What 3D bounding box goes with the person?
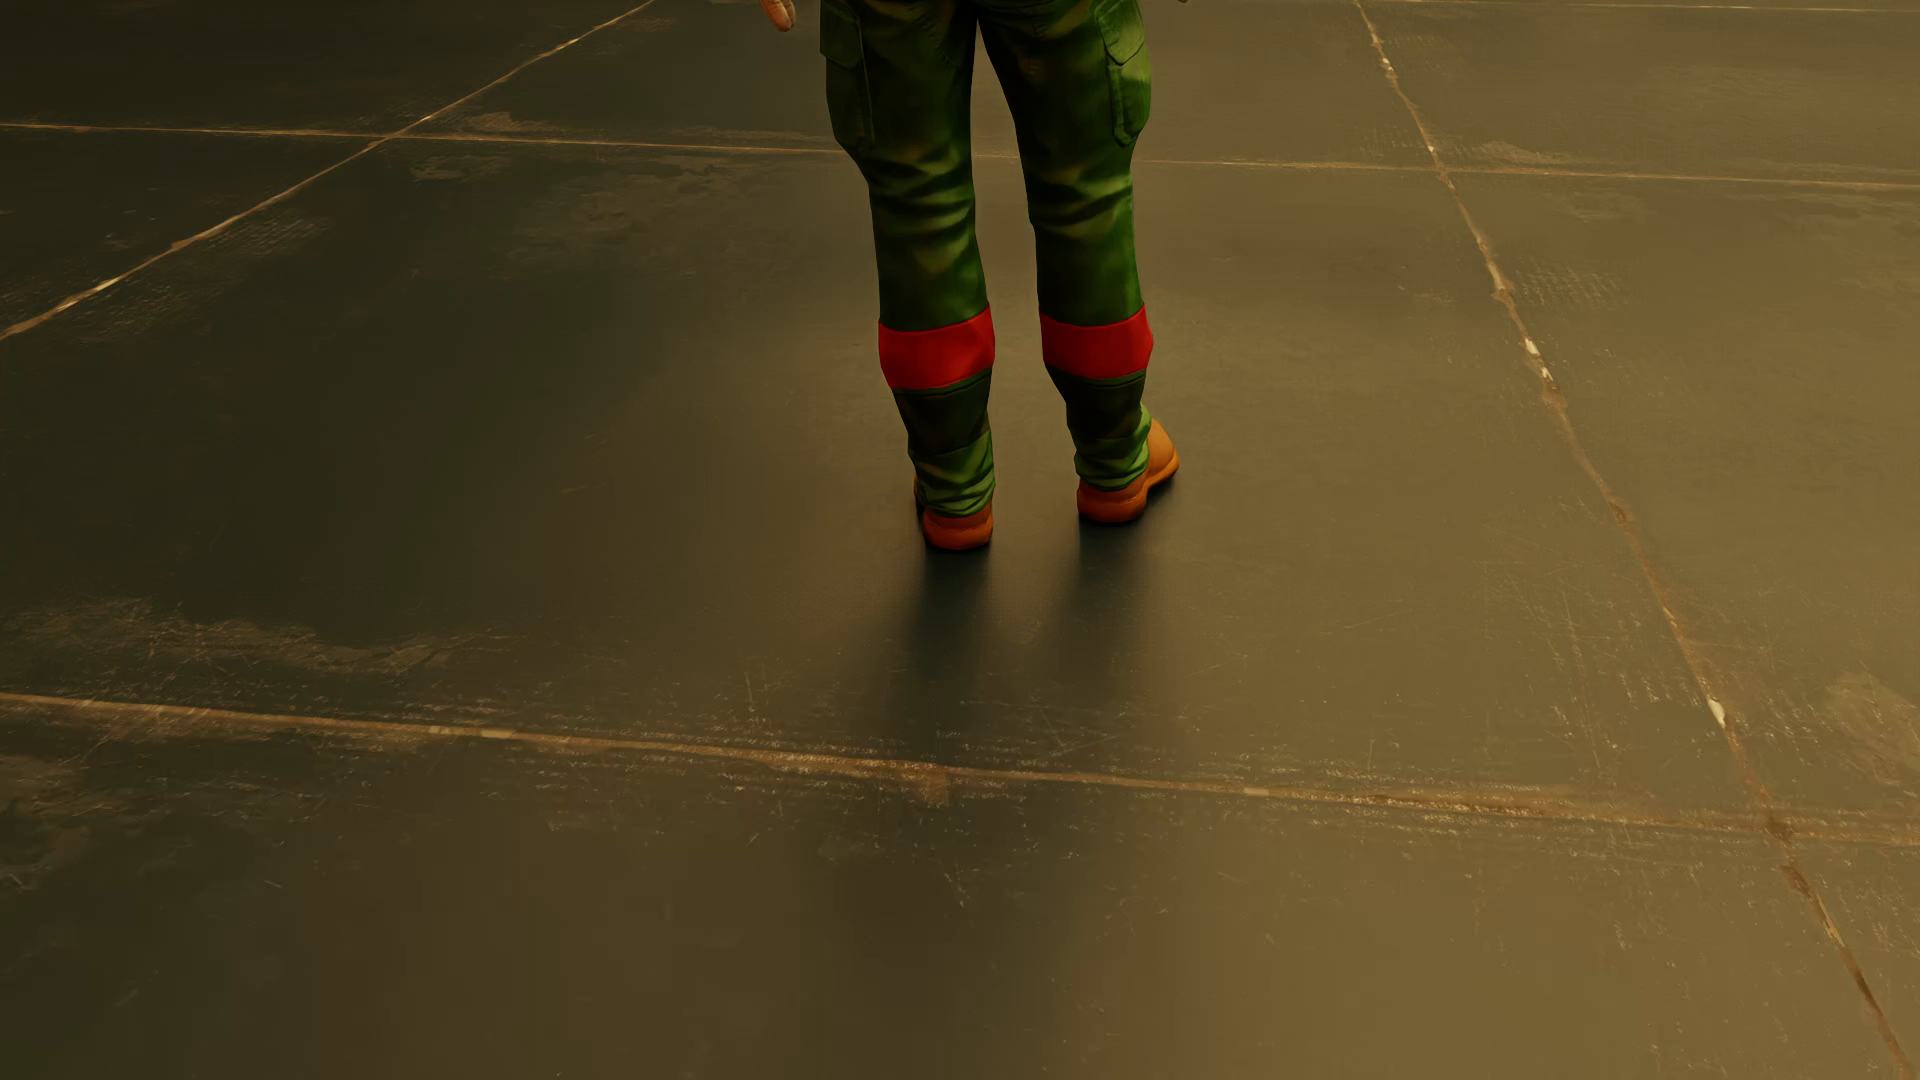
[{"bbox_3d":[0.023,-0.842,2.167,0.637,1.787,0.564,3,27,7],"label":"person"}]
